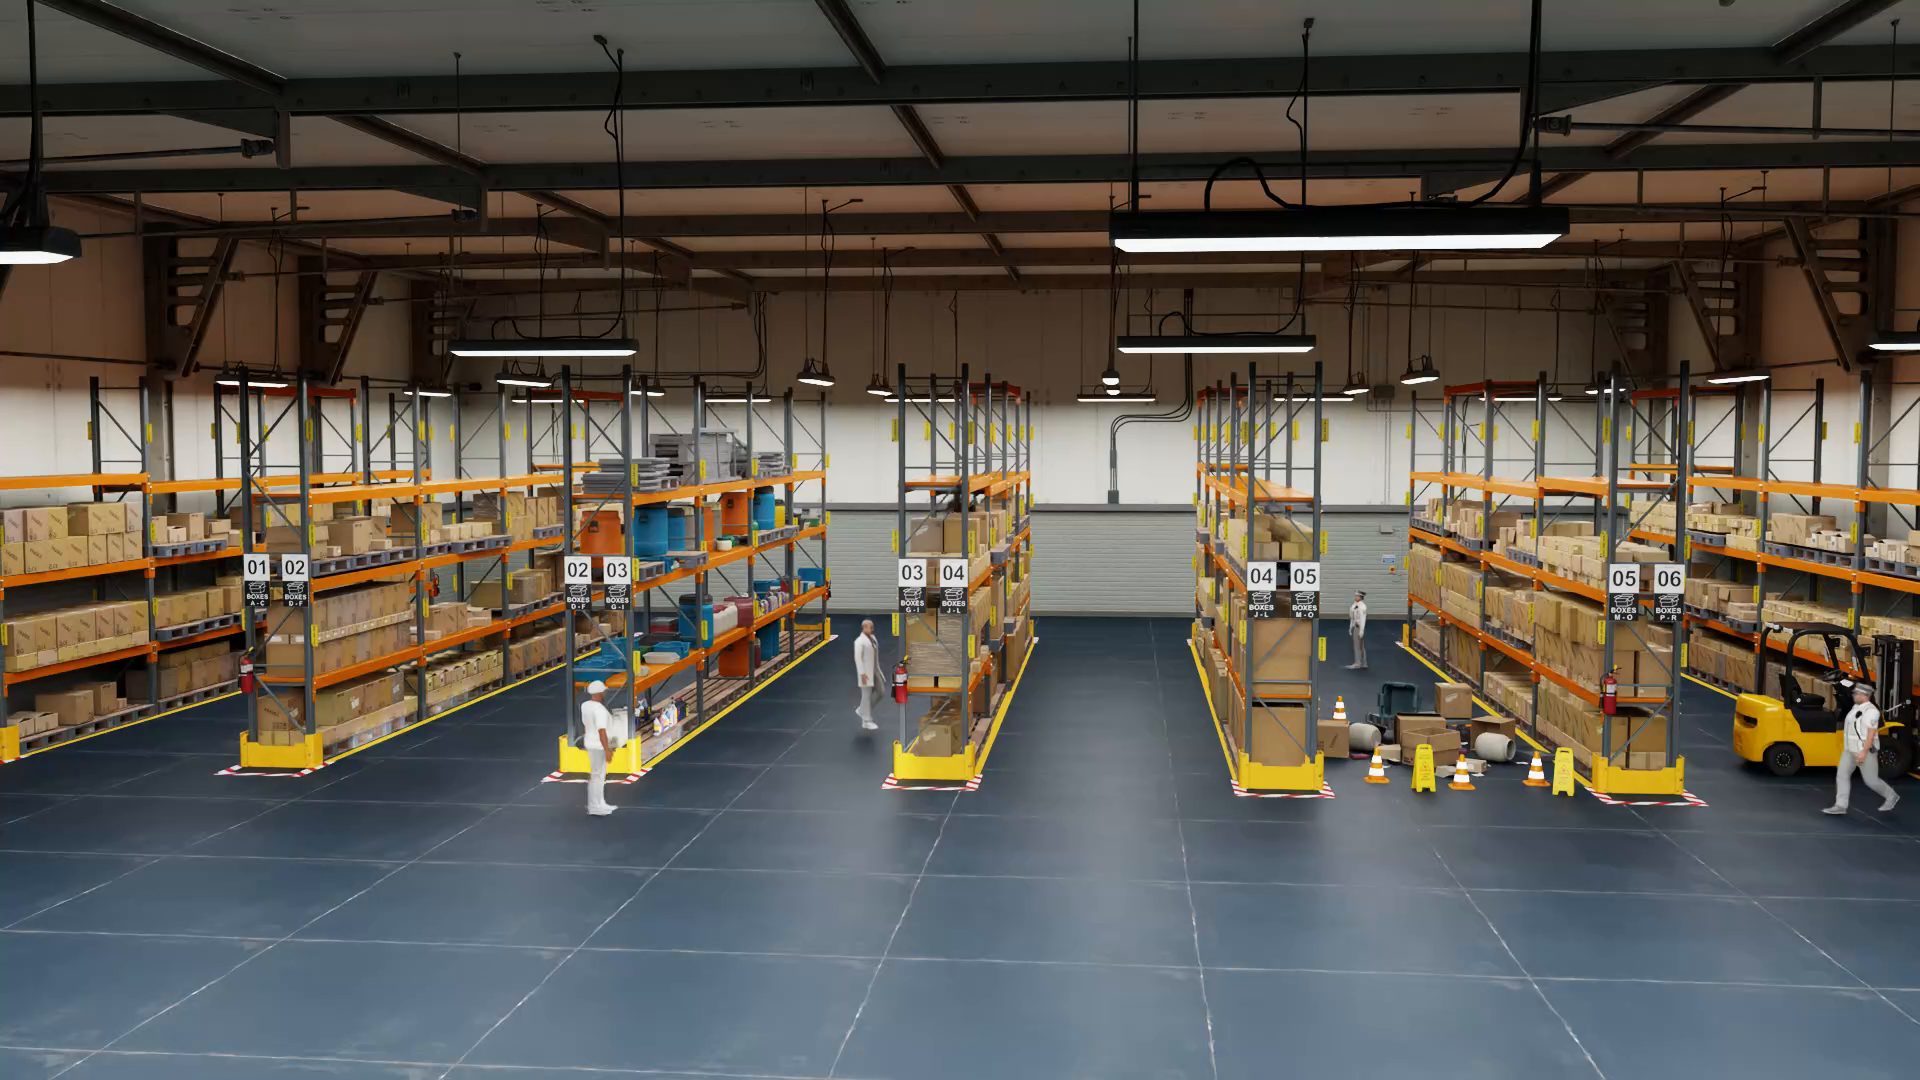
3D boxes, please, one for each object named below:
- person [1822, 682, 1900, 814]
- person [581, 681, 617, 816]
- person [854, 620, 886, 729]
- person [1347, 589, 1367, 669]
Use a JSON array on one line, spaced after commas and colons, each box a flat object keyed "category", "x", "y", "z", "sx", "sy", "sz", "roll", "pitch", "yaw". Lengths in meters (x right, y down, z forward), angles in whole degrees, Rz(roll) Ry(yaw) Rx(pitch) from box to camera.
[{"category": "person", "x": 11.813, "y": 2.728, "z": 21.749, "sx": 0.944, "sy": 1.741, "sz": 0.506, "roll": -1, "pitch": 4, "yaw": -14}, {"category": "person", "x": -4.733, "y": 2.724, "z": 21.865, "sx": 0.457, "sy": 1.772, "sz": 0.644, "roll": -1, "pitch": 4, "yaw": -17}, {"category": "person", "x": -1.504, "y": 2.214, "z": 27.616, "sx": 0.619, "sy": 1.785, "sz": 0.717, "roll": 2, "pitch": 4, "yaw": 31}, {"category": "person", "x": 8.470, "y": 1.893, "z": 35.446, "sx": 0.421, "sy": 1.685, "sz": 0.515, "roll": 1, "pitch": 4, "yaw": 11}]
